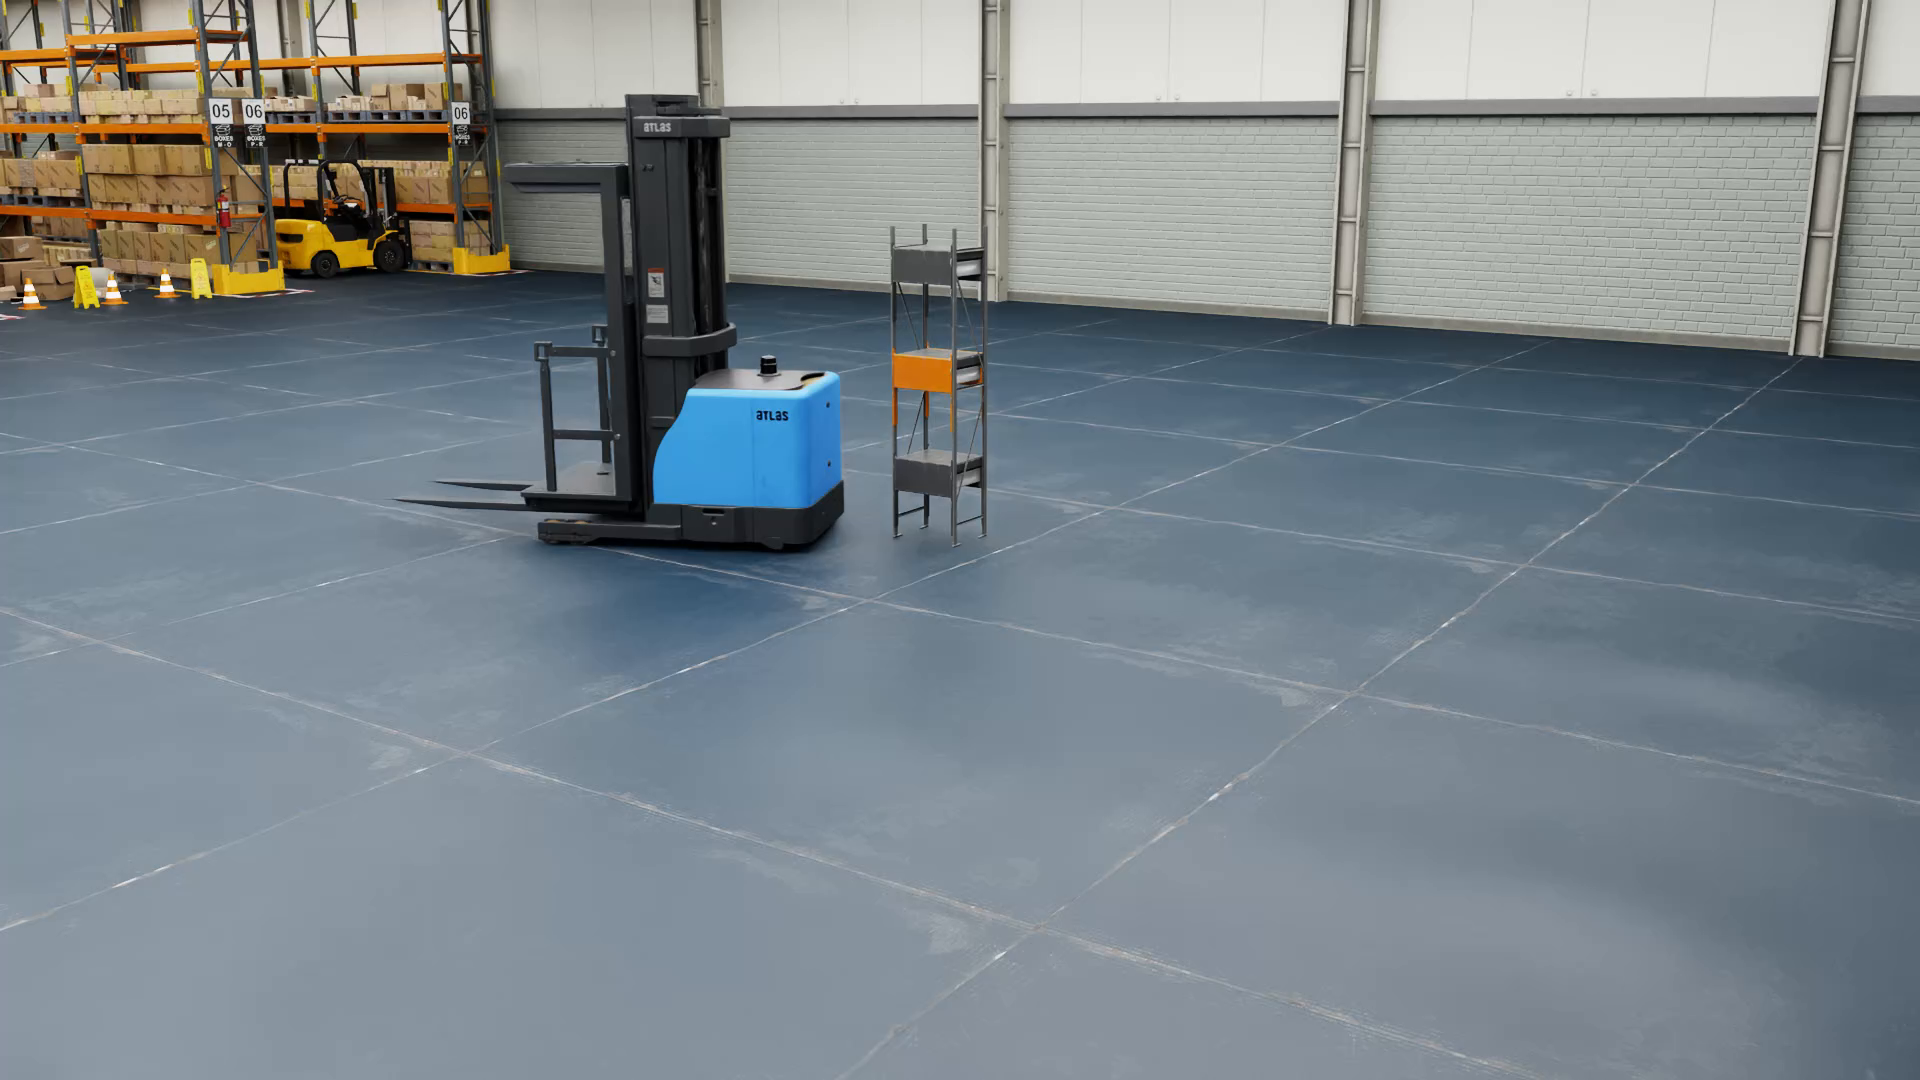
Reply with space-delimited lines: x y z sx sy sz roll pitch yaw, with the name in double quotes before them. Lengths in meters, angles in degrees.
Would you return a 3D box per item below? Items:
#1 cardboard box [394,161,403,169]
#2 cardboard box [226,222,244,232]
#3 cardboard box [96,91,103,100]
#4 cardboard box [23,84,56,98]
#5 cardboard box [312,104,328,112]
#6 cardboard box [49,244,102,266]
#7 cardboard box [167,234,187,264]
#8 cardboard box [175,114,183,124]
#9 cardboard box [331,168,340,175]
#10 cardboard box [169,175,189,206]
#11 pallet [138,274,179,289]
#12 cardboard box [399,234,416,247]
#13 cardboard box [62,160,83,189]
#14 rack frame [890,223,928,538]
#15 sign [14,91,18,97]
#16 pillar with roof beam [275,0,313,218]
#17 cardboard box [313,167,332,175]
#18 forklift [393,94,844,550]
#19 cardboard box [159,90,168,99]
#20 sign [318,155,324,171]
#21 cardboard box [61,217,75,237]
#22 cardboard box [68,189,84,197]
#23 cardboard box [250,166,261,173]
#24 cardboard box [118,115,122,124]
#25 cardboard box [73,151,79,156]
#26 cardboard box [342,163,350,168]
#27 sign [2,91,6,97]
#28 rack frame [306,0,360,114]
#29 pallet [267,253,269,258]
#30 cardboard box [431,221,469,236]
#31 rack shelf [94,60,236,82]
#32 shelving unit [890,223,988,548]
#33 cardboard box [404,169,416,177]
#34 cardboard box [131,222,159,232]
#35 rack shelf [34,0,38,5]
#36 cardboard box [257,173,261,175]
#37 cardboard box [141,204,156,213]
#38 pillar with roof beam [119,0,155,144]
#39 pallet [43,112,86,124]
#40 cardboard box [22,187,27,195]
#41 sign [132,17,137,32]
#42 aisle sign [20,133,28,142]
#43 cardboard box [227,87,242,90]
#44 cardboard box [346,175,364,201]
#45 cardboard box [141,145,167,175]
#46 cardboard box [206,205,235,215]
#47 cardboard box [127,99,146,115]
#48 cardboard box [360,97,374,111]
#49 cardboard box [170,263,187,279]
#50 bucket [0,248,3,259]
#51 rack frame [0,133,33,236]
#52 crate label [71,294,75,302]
"cardboard box" -10.874 -7.360 32.637 0.250 0.149 0.380 10 17 34
"cardboard box" -15.472 -6.733 36.348 0.625 0.625 0.875 10 17 35
"cardboard box" -14.905 -7.789 29.167 0.250 0.149 0.380 9 16 31
"cardboard box" -16.841 -8.256 30.588 0.500 0.250 0.500 10 17 34
"cardboard box" -13.258 -8.971 34.520 0.250 0.149 0.380 9 17 33
"cardboard box" -16.465 -5.335 31.229 0.625 0.372 0.950 10 17 36
"cardboard box" -13.356 -5.063 28.822 0.500 0.500 0.500 10 17 35
"cardboard box" -12.989 -7.101 28.045 0.250 0.149 0.380 10 17 34
"cardboard box" -12.545 -7.500 33.820 0.250 0.149 0.380 9 16 32
"cardboard box" -13.128 -5.984 28.427 0.500 0.500 0.500 9 17 33
"pallet" -13.837 -4.642 29.634 1.213 0.211 1.003 9 17 33
"cardboard box" -10.772 -5.945 32.903 0.500 0.250 0.500 9 16 32
"cardboard box" -15.941 -6.655 30.262 0.500 0.500 0.500 9 16 32
"rack frame" -0.340 -1.074 11.293 0.015 2.100 0.400 9 17 33
"sign" -18.445 -8.593 32.475 0.005 0.325 0.100 9 17 33
"pillar with roof beam" -16.800 -9.827 32.293 0.400 9.000 9.100 9 17 33
"cardboard box" -13.070 -7.597 34.211 0.250 0.149 0.380 10 17 35
"forklift" -2.389 -1.507 11.310 3.031 2.935 1.130 2 14 9
"cardboard box" -13.352 -7.564 28.259 0.250 0.149 0.380 9 17 33
"sign" -12.958 -7.646 33.723 0.005 0.325 0.100 9 17 33
"cardboard box" -21.095 -7.517 39.777 0.500 0.500 0.500 10 17 34
"cardboard box" -16.011 -6.337 30.331 0.250 0.149 0.380 9 17 34
"cardboard box" -14.805 -7.859 35.271 0.250 0.149 0.380 10 17 34
"cardboard box" -14.454 -7.348 29.045 0.250 0.149 0.380 9 16 31
"cardboard box" -16.582 -7.212 31.164 0.250 0.149 0.380 10 17 36
"cardboard box" -12.287 -7.624 33.703 0.250 0.149 0.380 9 17 34
"sign" -22.923 -10.613 39.893 0.005 0.325 0.100 9 17 33
"rack frame" -12.663 -10.144 33.574 0.127 3.000 1.000 9 17 33
"pallet" -15.321 -6.296 36.320 1.213 0.211 1.003 9 17 33
"cardboard box" -9.900 -6.049 32.286 0.500 0.250 0.500 10 17 35
"rack shelf" -17.642 -10.405 36.959 4.000 0.370 1.077 9 17 33
"shelving unit" -0.137 -1.041 11.161 0.503 2.100 0.431 9 17 33
"cardboard box" -10.645 -7.187 32.555 0.250 0.149 0.380 9 16 31
"cardboard box" -14.368 -5.524 29.333 0.250 0.149 0.380 10 17 36
"rack shelf" -20.961 -12.749 38.679 4.000 0.370 1.077 9 17 33
"cardboard box" -14.473 -7.625 35.156 0.500 0.250 0.500 9 17 34
"cardboard box" -14.067 -5.812 29.081 0.250 0.149 0.380 9 17 33
"pillar with roof beam" -21.778 -10.632 35.544 0.400 9.000 9.100 9 17 33
"pallet" -15.883 -7.711 30.377 1.003 0.211 1.213 9 17 33
"cardboard box" -17.450 -6.601 31.395 0.250 0.149 0.380 10 17 35
"sign" -18.996 -11.859 38.227 0.005 0.325 0.100 9 17 33
"aisle sign" -22.841 -10.054 40.284 0.004 0.787 0.394 9 17 33
"cardboard box" -15.042 -9.332 35.245 0.500 0.500 0.700 9 16 32
"cardboard box" -11.999 -7.102 33.563 0.500 0.500 0.500 10 17 34
"cardboard box" -13.553 -6.526 28.534 0.500 0.500 0.700 9 16 32
"cardboard box" -12.541 -5.591 28.188 0.250 0.149 0.380 10 17 35
"cardboard box" -13.956 -7.451 28.632 0.500 0.250 0.500 9 17 33
"cardboard box" -11.601 -8.615 32.839 0.258 0.266 0.396 9 16 31
"cardboard box" -13.357 -4.700 28.916 0.500 0.250 0.500 9 17 33
"bucket" -16.709 -4.831 28.247 0.726 0.611 0.620 -10 7 -35
"rack frame" -18.749 -6.778 32.462 0.127 3.000 1.000 9 17 33
"crate label" -14.212 -3.942 26.963 0.298 0.136 0.250 1 14 4
